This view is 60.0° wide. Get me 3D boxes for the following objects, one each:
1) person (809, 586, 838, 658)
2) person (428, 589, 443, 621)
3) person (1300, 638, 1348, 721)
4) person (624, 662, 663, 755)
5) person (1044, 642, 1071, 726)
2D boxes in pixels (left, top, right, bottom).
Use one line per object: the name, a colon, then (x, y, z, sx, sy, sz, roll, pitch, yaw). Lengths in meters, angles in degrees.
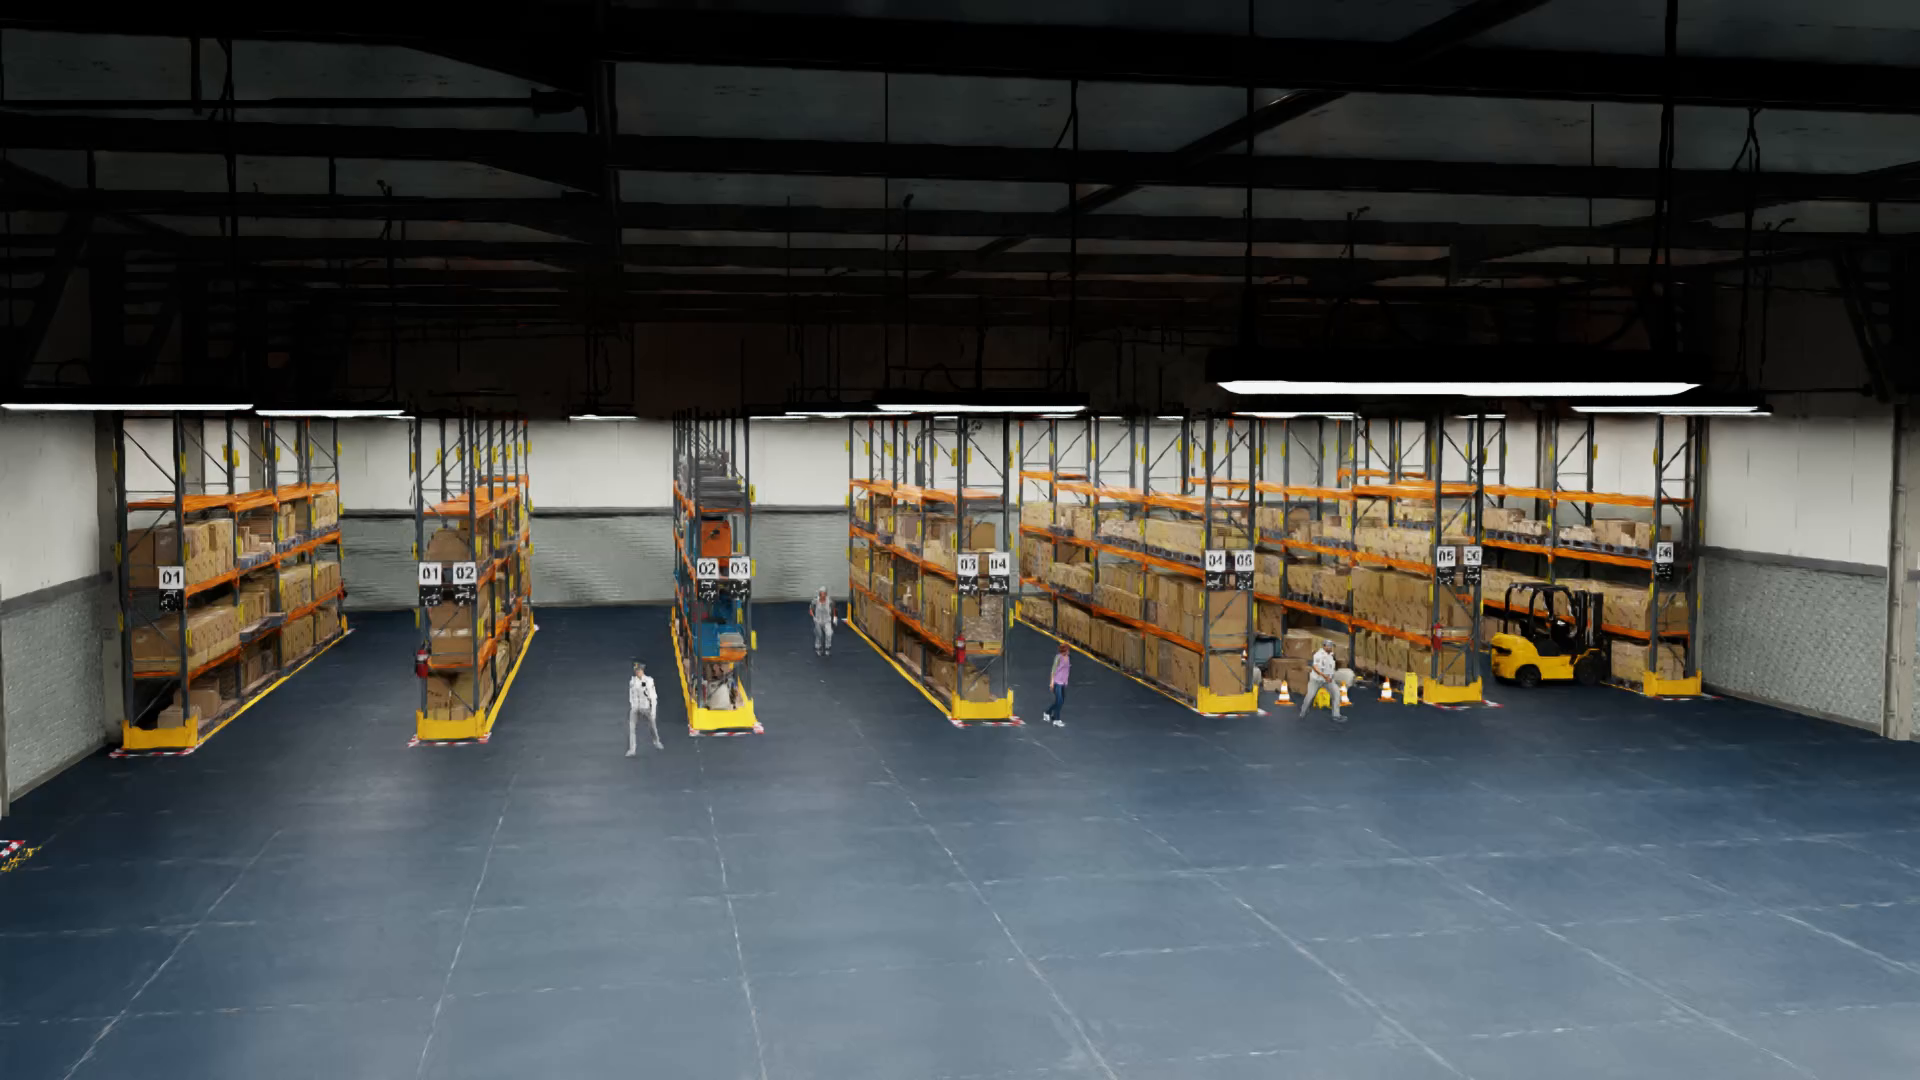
person: (-3.301, 1.989, 40.318, 0.711, 1.751, 0.680, 0, 4, -7)
person: (-13.291, 1.853, 42.390, 0.544, 1.667, 1.111, -1, 4, -9)
person: (6.945, 2.653, 31.852, 0.655, 1.593, 0.824, -2, 5, -28)
person: (-5.458, 2.872, 28.691, 0.517, 1.613, 0.938, 1, 4, 9)
person: (1.828, 2.710, 31.316, 0.476, 1.576, 0.477, 3, 5, 40)
